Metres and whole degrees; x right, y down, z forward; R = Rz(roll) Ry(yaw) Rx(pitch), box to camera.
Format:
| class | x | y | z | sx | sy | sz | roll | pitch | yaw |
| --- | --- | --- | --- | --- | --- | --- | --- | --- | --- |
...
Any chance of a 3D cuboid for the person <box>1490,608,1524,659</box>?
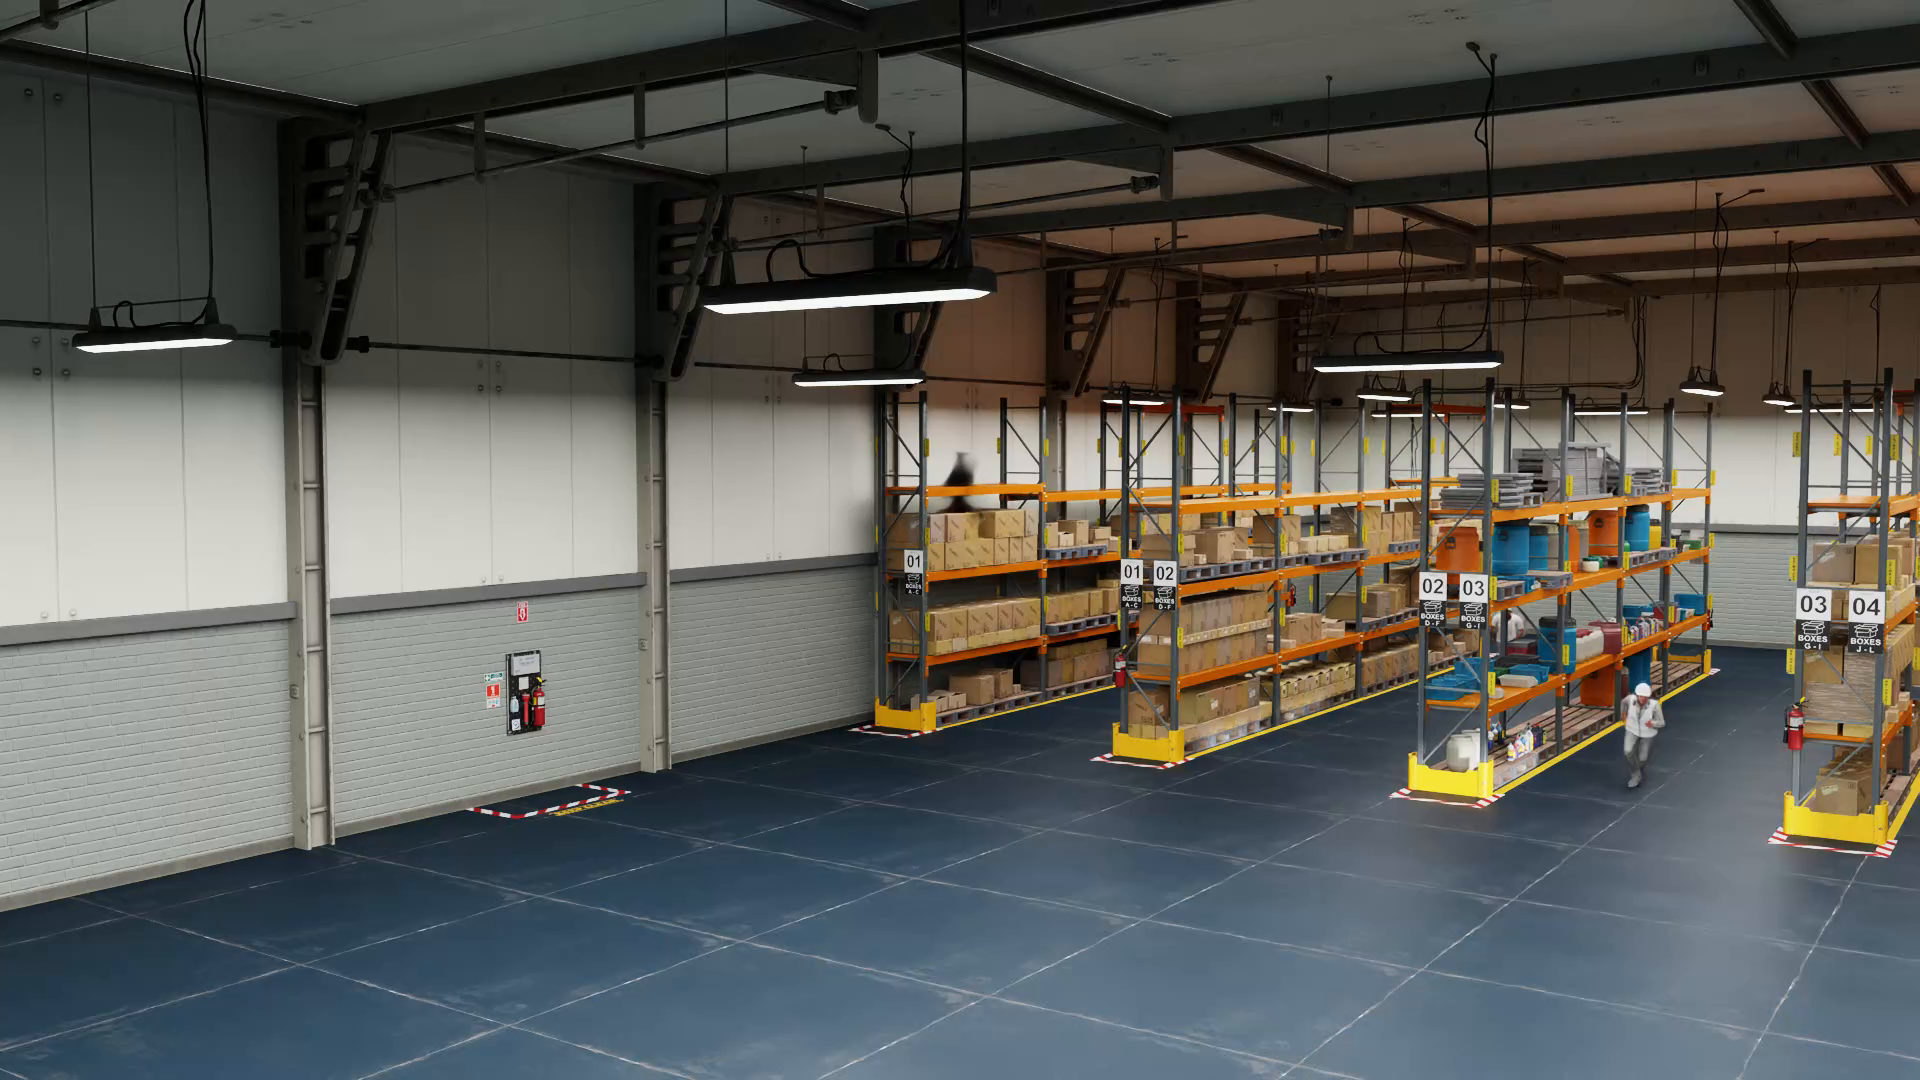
| class | x | y | z | sx | sy | sz | roll | pitch | yaw |
| --- | --- | --- | --- | --- | --- | --- | --- | --- | --- |
| person | 11.685 | 2.157 | 35.534 | 0.692 | 1.628 | 0.642 | 1 | 3 | 18 |

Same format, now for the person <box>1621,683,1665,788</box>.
| class | x | y | z | sx | sy | sz | roll | pitch | yaw |
| --- | --- | --- | --- | --- | --- | --- | --- | --- | --- |
| person | 10.059 | 2.844 | 24.505 | 0.637 | 1.570 | 1.115 | 2 | 4 | 26 |
